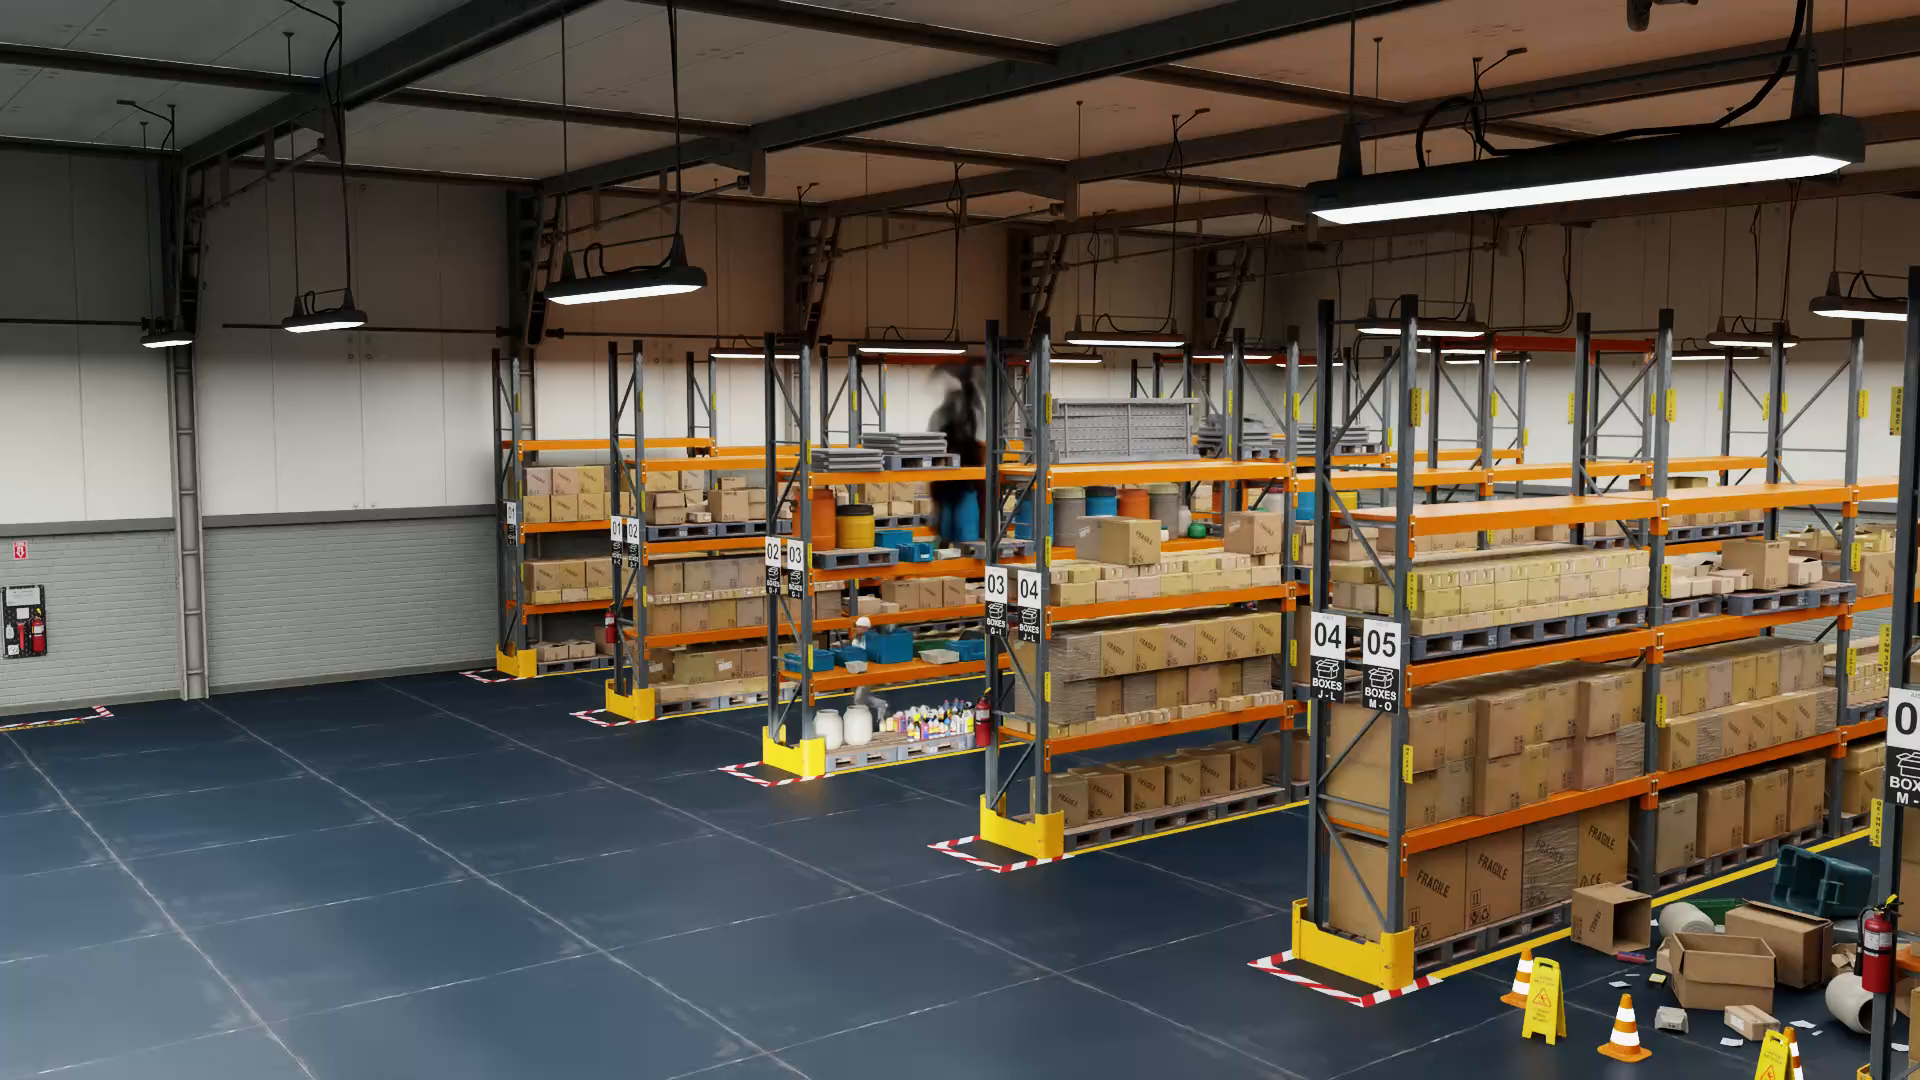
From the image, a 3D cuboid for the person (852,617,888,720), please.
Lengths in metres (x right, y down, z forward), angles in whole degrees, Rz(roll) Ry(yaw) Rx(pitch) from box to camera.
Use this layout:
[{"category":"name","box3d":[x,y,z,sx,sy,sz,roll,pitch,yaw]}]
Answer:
[{"category":"person","box3d":[-1.406,2.048,25.571,0.876,1.754,0.650,-4,7,-41]}]

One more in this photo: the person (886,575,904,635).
[{"category":"person","box3d":[-1.223,1.417,32.874,0.714,1.733,0.791,5,7,45]}]
